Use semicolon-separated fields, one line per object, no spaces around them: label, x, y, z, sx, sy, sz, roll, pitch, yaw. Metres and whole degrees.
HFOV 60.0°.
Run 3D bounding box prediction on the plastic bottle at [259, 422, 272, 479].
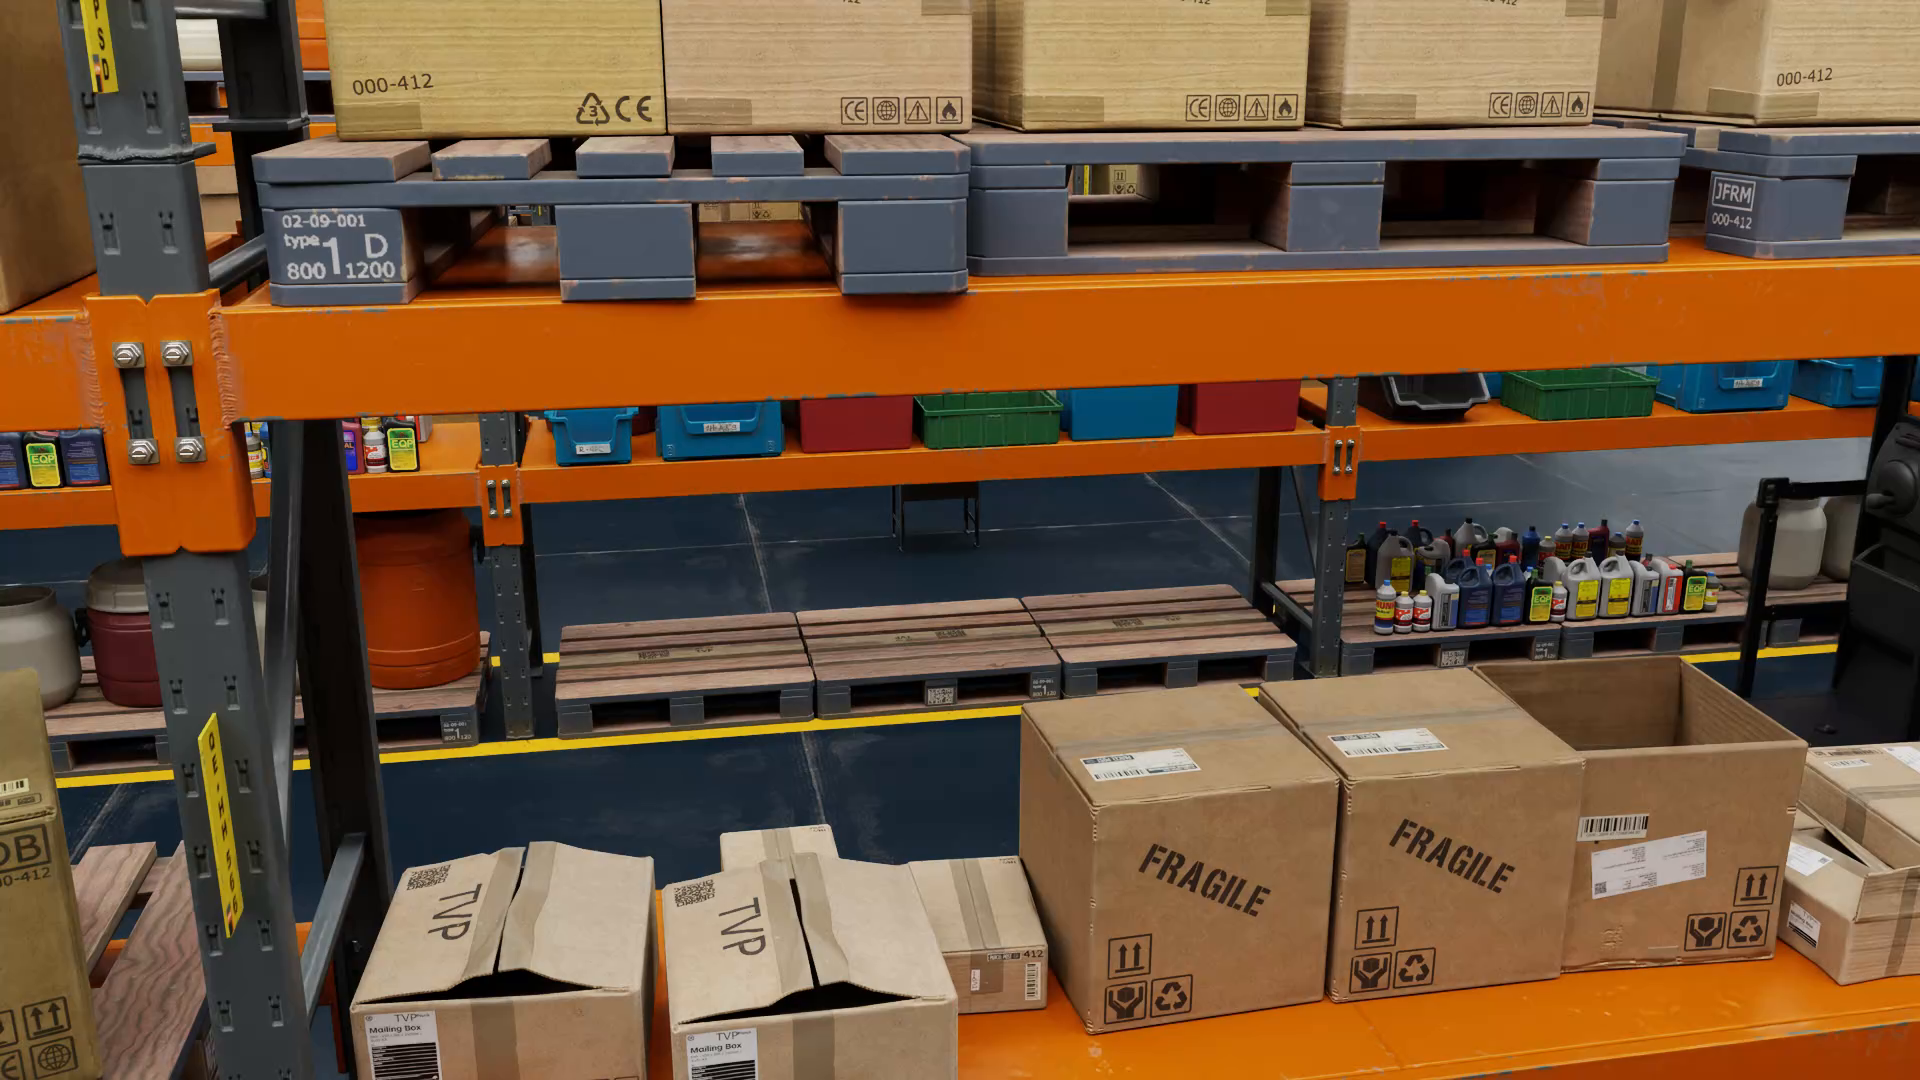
plastic bottle;-2.999;-0.411;7.260;0.097;0.271;0.097;0;17;0

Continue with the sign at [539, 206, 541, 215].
sign;-2.980;-2.464;11.754;0.005;0.325;0.100;-3;17;-10

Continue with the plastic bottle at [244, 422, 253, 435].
plastic bottle;-3.456;-0.623;7.931;0.133;0.283;0.061;-3;17;-10

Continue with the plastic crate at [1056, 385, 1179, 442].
plastic crate;0.755;-0.707;8.031;0.575;0.384;0.392;-3;17;-10

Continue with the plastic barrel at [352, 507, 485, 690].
plastic barrel;-2.626;0.226;7.948;0.708;0.830;0.600;-3;17;-10

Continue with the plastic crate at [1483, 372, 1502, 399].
plastic crate;2.814;-0.934;8.998;0.616;0.251;0.499;-3;17;-10

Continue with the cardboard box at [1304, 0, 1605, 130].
cardboard box;0.826;-0.912;3.102;0.500;0.250;0.500;-5;18;-15

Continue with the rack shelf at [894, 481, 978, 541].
rack shelf;-0.163;-0.312;10.683;0.480;0.518;0.431;-3;17;-10

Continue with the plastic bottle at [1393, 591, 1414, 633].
plastic bottle;2.274;0.365;8.532;0.097;0.201;0.097;0;17;0

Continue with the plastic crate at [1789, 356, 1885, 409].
plastic crate;4.633;-0.869;8.784;0.408;0.251;0.499;-3;17;-10

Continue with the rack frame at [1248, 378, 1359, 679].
rack frame;1.779;-0.866;8.521;0.127;3.000;1.000;-3;17;-10

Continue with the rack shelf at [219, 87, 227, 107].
rack shelf;-5.052;-3.049;11.747;4.000;0.370;1.077;-3;17;-10

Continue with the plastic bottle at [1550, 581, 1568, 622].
plastic bottle;3.118;0.317;8.688;0.097;0.201;0.097;0;17;0

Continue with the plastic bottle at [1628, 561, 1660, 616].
plastic bottle;3.597;0.246;8.792;0.135;0.276;0.152;-4;17;-12

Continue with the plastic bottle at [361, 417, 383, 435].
plastic bottle;-2.849;-0.613;8.037;0.097;0.201;0.097;0;17;0

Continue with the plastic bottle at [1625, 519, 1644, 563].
plastic bottle;3.867;0.017;9.546;0.097;0.271;0.097;0;17;0

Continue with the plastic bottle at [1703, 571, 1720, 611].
plastic bottle;3.986;0.268;8.848;0.097;0.201;0.097;0;17;0

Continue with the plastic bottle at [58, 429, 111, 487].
plastic bottle;-3.751;-0.413;7.132;0.185;0.351;0.144;-3;17;-10

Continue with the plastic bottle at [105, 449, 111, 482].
plastic bottle;-3.587;-0.378;7.132;0.133;0.283;0.061;-3;17;-10

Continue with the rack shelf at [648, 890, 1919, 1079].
rack shelf;0.751;1.018;3.614;4.000;0.370;1.077;-3;17;-10

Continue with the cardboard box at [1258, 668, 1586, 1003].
cardboard box;0.949;0.610;3.546;0.500;0.500;0.500;-3;17;-10

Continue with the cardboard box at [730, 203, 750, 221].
cardboard box;-2.444;-3.558;17.117;0.500;0.500;0.500;-3;17;-10

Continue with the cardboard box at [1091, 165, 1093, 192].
cardboard box;1.229;-3.066;13.305;0.500;0.500;0.500;-3;17;-10

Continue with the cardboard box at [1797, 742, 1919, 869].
cardboard box;2.240;0.674;3.763;0.500;0.250;0.500;-2;17;-7

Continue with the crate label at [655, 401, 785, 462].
crate label;-1.122;-0.637;7.717;0.616;0.435;0.502;-3;17;-10

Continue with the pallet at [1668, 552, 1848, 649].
pallet;4.842;0.306;9.456;1.213;0.211;1.003;-3;17;-10

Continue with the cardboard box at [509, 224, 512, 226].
cardboard box;-3.526;-2.019;12.108;0.500;0.500;0.500;-3;17;-9

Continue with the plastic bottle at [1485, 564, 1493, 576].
plastic bottle;2.769;0.260;8.754;0.097;0.271;0.097;0;17;0

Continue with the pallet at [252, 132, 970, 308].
pallet;-0.563;-0.622;2.940;1.003;0.211;1.213;-2;17;-8

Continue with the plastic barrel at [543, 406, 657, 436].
plastic barrel;-1.751;-0.821;8.144;0.708;0.536;0.600;-3;17;-10

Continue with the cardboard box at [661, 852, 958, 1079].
cardboard box;-0.298;0.834;3.140;0.500;0.311;0.500;-3;17;-11

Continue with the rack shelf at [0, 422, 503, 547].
rack shelf;-4.112;-0.188;7.539;4.000;0.370;1.077;-3;17;-10

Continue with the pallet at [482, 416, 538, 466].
pallet;-3.877;-0.715;12.782;1.213;0.211;1.003;-3;17;-10

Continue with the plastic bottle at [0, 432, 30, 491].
plastic bottle;-4.064;-0.395;7.074;0.185;0.351;0.144;-3;17;-10

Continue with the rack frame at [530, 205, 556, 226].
rack frame;-3.088;-2.071;12.444;0.127;3.000;1.000;-3;17;-10

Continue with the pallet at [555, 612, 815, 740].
pallet;-1.381;0.658;8.309;1.213;0.211;1.003;-3;17;-10

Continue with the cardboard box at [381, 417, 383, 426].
cardboard box;-4.646;-1.176;12.435;0.875;0.875;1.225;-3;17;-10

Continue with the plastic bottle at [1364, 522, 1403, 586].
plastic bottle;2.356;0.071;9.233;0.185;0.351;0.144;-4;17;-12

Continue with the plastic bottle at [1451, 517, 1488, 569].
plastic bottle;2.862;0.043;9.326;0.185;0.351;0.144;-3;17;-11

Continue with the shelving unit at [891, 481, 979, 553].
shelving unit;-0.163;-0.995;10.473;0.503;2.100;0.431;-3;17;-10

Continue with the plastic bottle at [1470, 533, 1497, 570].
plastic bottle;2.907;0.103;9.244;0.133;0.283;0.061;-3;17;-10

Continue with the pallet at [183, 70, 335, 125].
pallet;-2.918;-1.972;7.336;1.213;0.211;1.003;-3;17;-10

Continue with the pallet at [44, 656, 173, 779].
pallet;-4.110;0.813;7.805;1.213;0.211;1.003;-3;17;-10

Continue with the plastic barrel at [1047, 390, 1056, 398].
plastic barrel;0.450;-0.770;8.445;0.301;0.262;0.301;0;17;0

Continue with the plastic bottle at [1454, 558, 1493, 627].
plastic bottle;2.650;0.265;8.602;0.185;0.351;0.144;-3;17;-9

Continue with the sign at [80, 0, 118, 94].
sign;-1.112;-0.739;2.120;0.005;0.325;0.100;-3;17;-10

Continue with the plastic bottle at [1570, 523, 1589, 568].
plastic bottle;3.530;0.036;9.484;0.097;0.271;0.097;0;17;0

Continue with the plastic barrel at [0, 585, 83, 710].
plastic barrel;-4.272;0.498;7.604;0.421;0.512;0.421;0;17;0

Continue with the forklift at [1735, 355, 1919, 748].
forklift;3.791;-0.234;6.581;3.031;2.935;1.130;-3;17;-9

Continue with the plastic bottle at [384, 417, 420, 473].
plastic bottle;-2.465;-0.442;7.339;0.133;0.283;0.061;-3;17;-10

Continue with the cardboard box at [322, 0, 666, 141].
cardboard box;-0.778;-0.819;2.801;0.500;0.250;0.500;-5;18;-15

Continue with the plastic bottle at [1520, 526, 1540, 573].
plastic bottle;3.233;0.053;9.429;0.097;0.271;0.097;0;17;0
